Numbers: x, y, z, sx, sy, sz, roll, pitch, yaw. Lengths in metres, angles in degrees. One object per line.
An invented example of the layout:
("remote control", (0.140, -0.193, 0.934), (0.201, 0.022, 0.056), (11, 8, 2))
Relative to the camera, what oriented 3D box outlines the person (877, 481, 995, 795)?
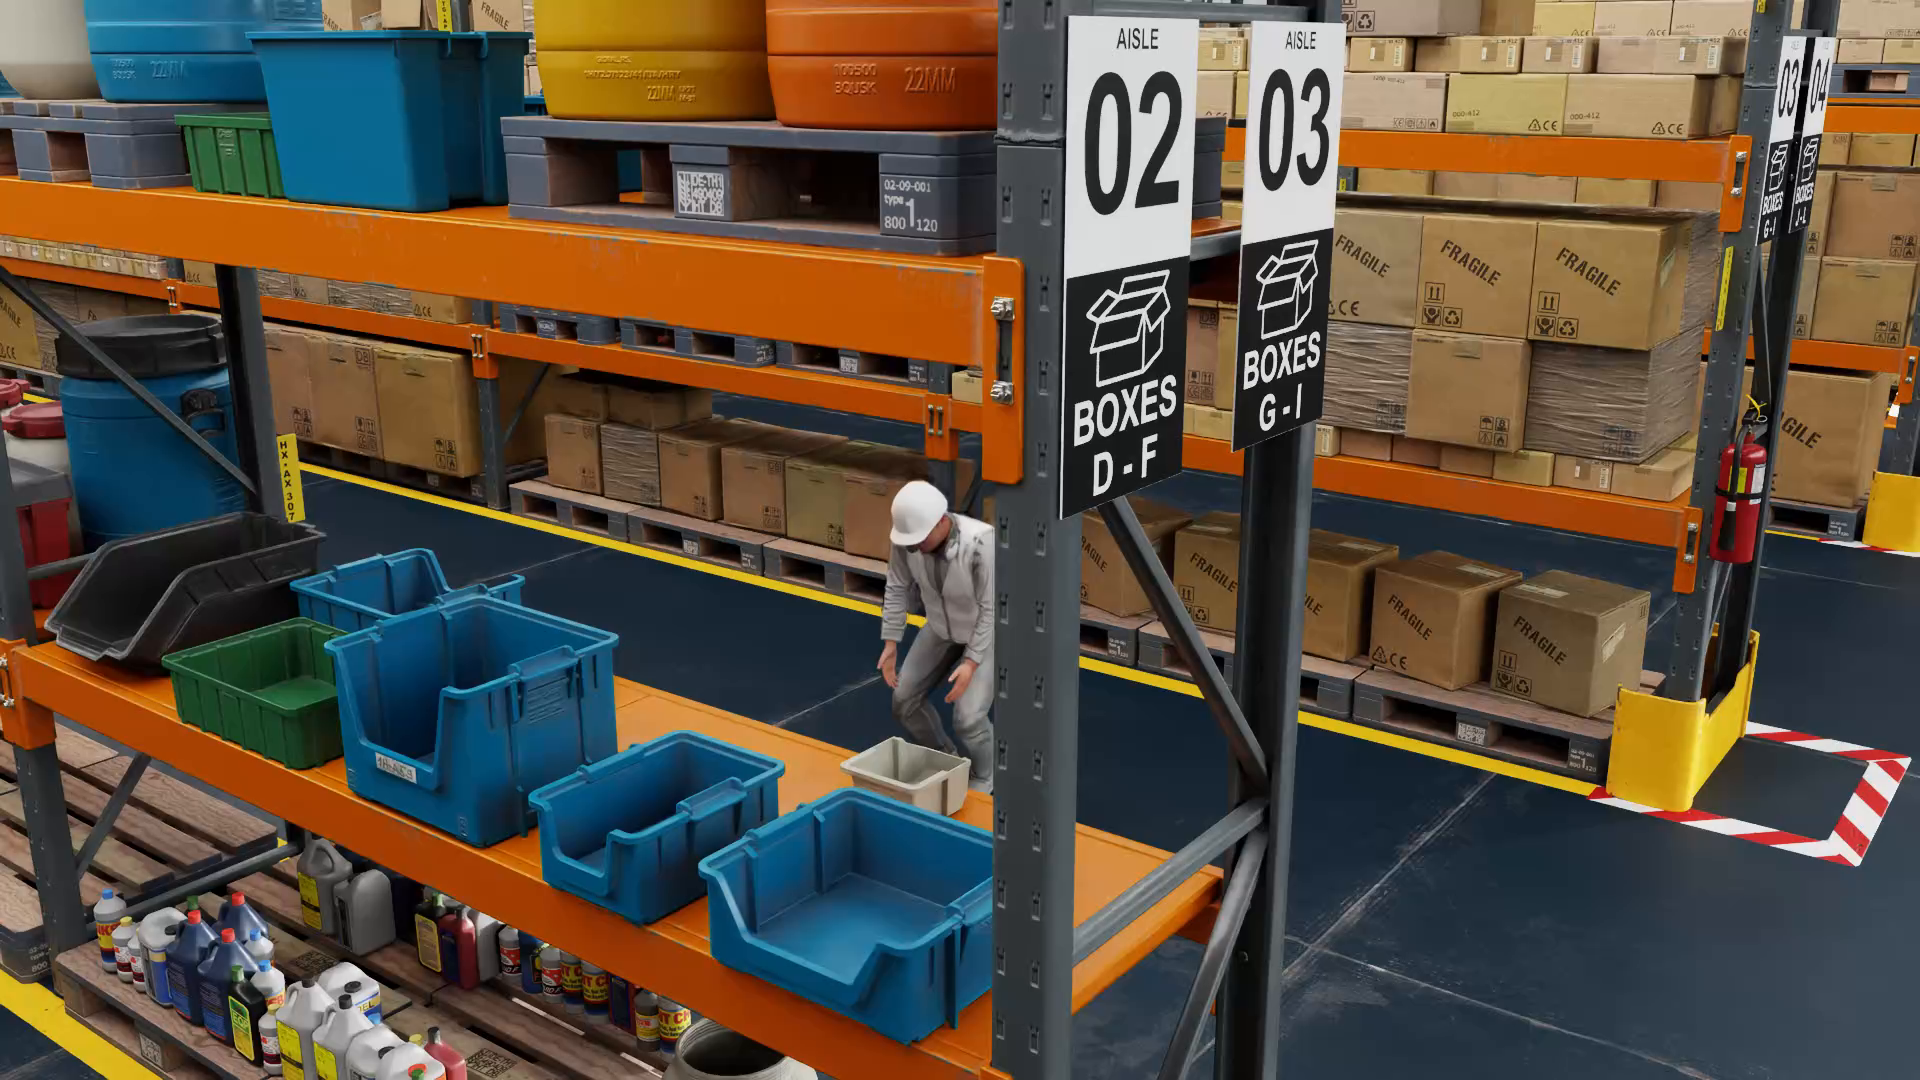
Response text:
("person", (-0.029, 0.417, 7.108), (0.591, 1.478, 0.734), (12, 20, 35))
